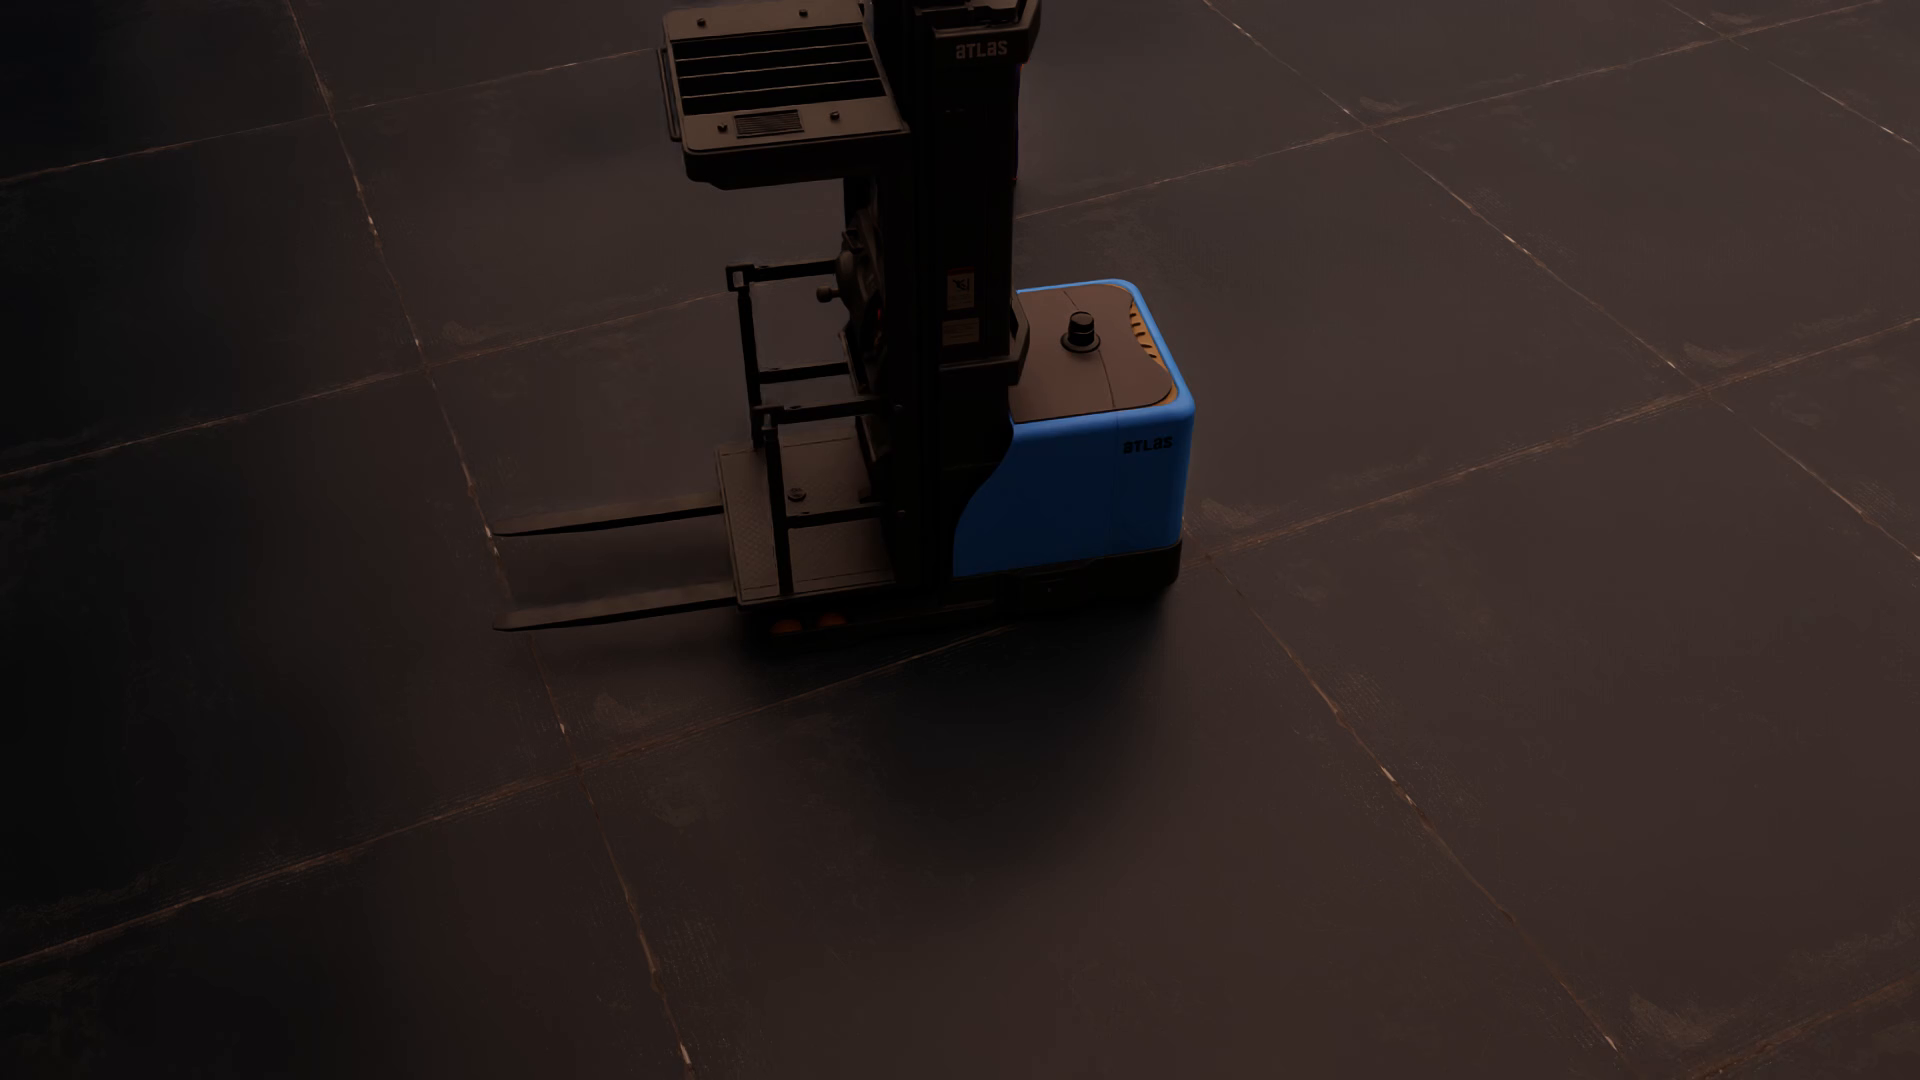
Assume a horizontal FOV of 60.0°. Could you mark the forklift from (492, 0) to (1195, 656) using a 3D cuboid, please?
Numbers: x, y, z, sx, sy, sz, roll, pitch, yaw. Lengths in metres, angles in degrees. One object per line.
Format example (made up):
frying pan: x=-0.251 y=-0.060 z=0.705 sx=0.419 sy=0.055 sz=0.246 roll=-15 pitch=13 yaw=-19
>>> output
forklift: x=-0.579 y=-0.960 z=6.709 sx=3.031 sy=2.935 sz=1.130 roll=-8 pitch=44 yaw=-9

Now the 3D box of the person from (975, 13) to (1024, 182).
person: x=0.116 y=-2.739 z=9.545 sx=0.599 sy=1.652 sz=0.504 roll=-17 pitch=46 yaw=-17
